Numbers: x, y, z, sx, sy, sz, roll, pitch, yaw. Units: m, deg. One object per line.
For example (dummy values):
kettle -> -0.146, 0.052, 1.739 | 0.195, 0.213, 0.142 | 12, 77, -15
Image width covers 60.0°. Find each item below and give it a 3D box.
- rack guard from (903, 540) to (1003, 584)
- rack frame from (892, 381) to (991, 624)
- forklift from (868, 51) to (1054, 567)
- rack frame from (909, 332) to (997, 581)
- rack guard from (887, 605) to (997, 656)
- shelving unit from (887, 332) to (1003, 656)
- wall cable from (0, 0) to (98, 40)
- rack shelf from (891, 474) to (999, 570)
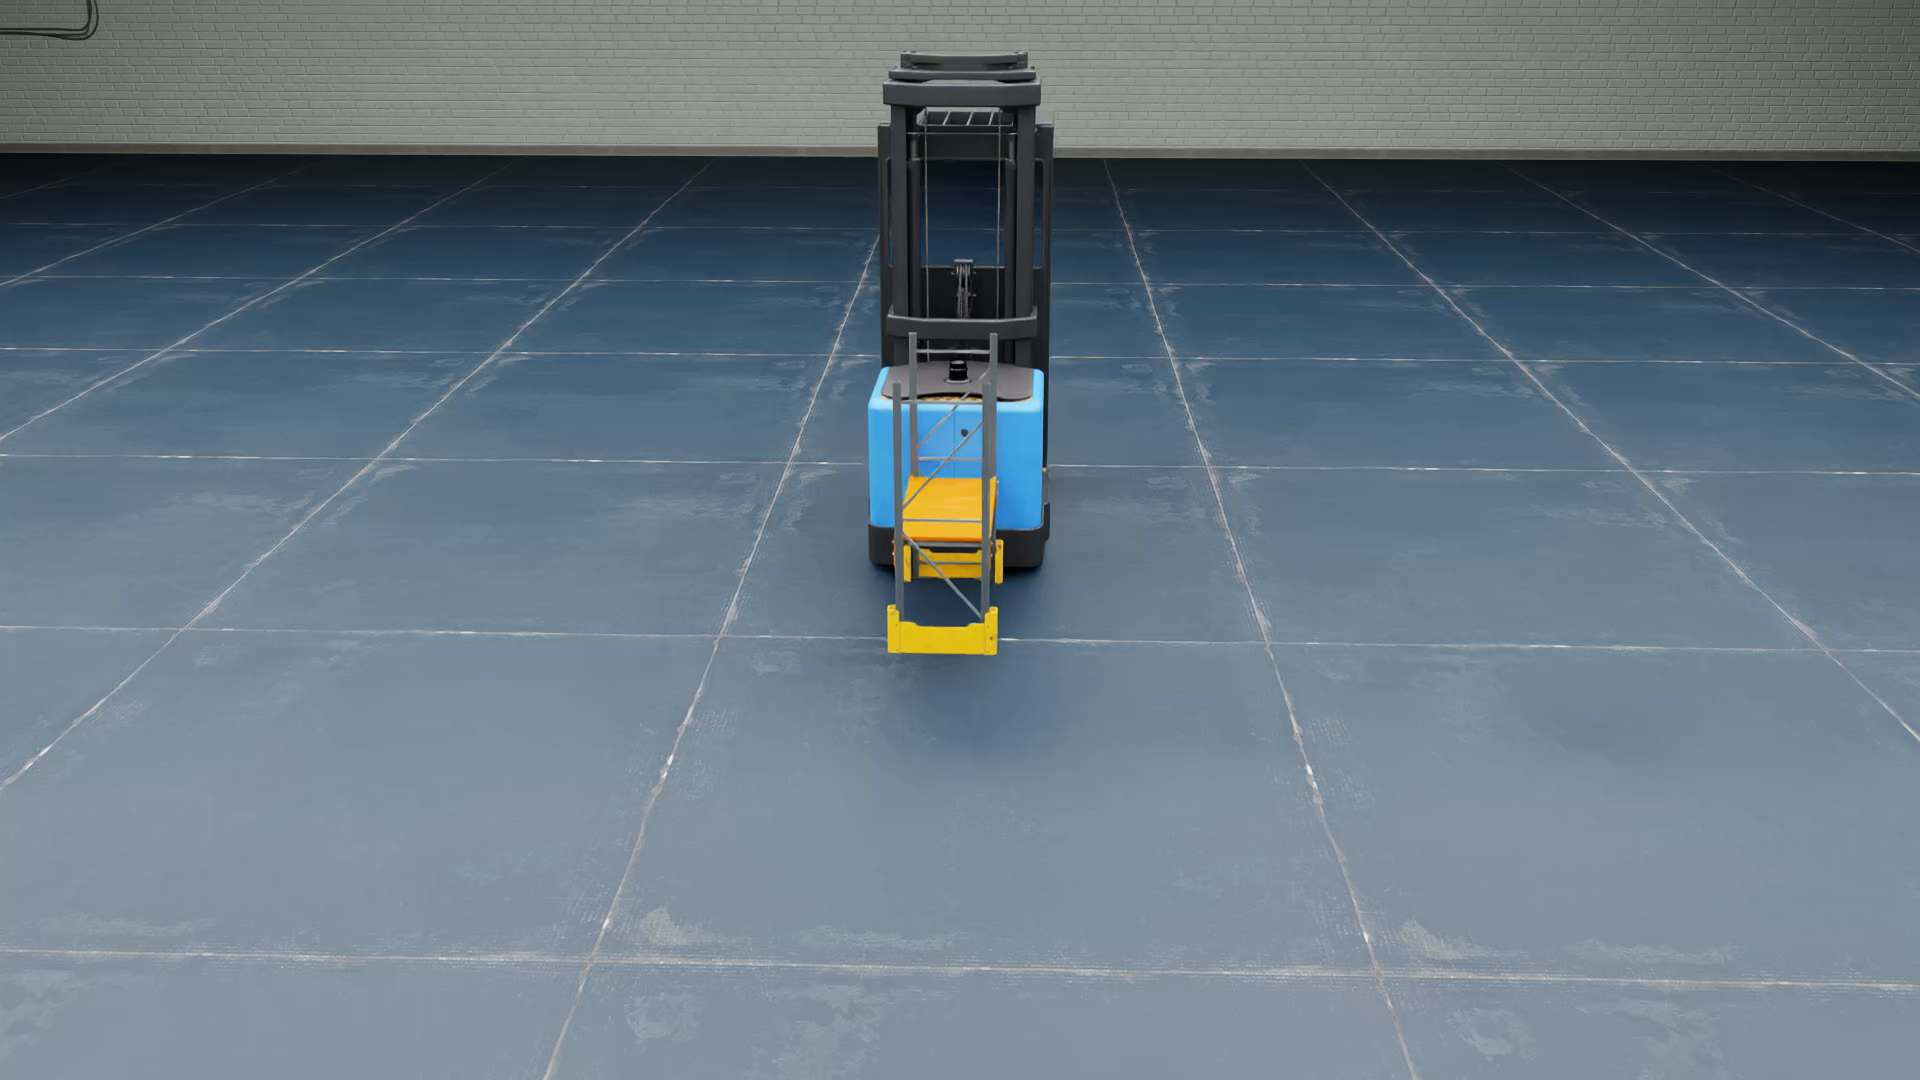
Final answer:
rack guard -> -0.040, 0.124, 9.863 | 0.587, 0.250, 0.087 | 1, 21, 3
rack frame -> -0.094, -0.098, 8.708 | 0.500, 1.500, 0.032 | 1, 21, 3
forklift -> 0.048, -1.691, 10.834 | 1.130, 2.935, 3.031 | 1, 21, 3
rack frame -> -0.039, -0.465, 9.655 | 0.500, 1.500, 0.032 | 1, 21, 3
rack guard -> -0.094, 0.484, 8.935 | 0.587, 0.250, 0.087 | 1, 21, 3
shelving unit -> -0.067, -0.278, 9.173 | 0.587, 1.500, 1.083 | 1, 21, 3
wall cable -> -14.763, -8.861, 25.219 | 3.097, 2.526, 0.112 | 1, 21, 2
rack shelf -> -0.067, -0.114, 9.246 | 0.538, 0.185, 1.000 | 1, 21, 3
